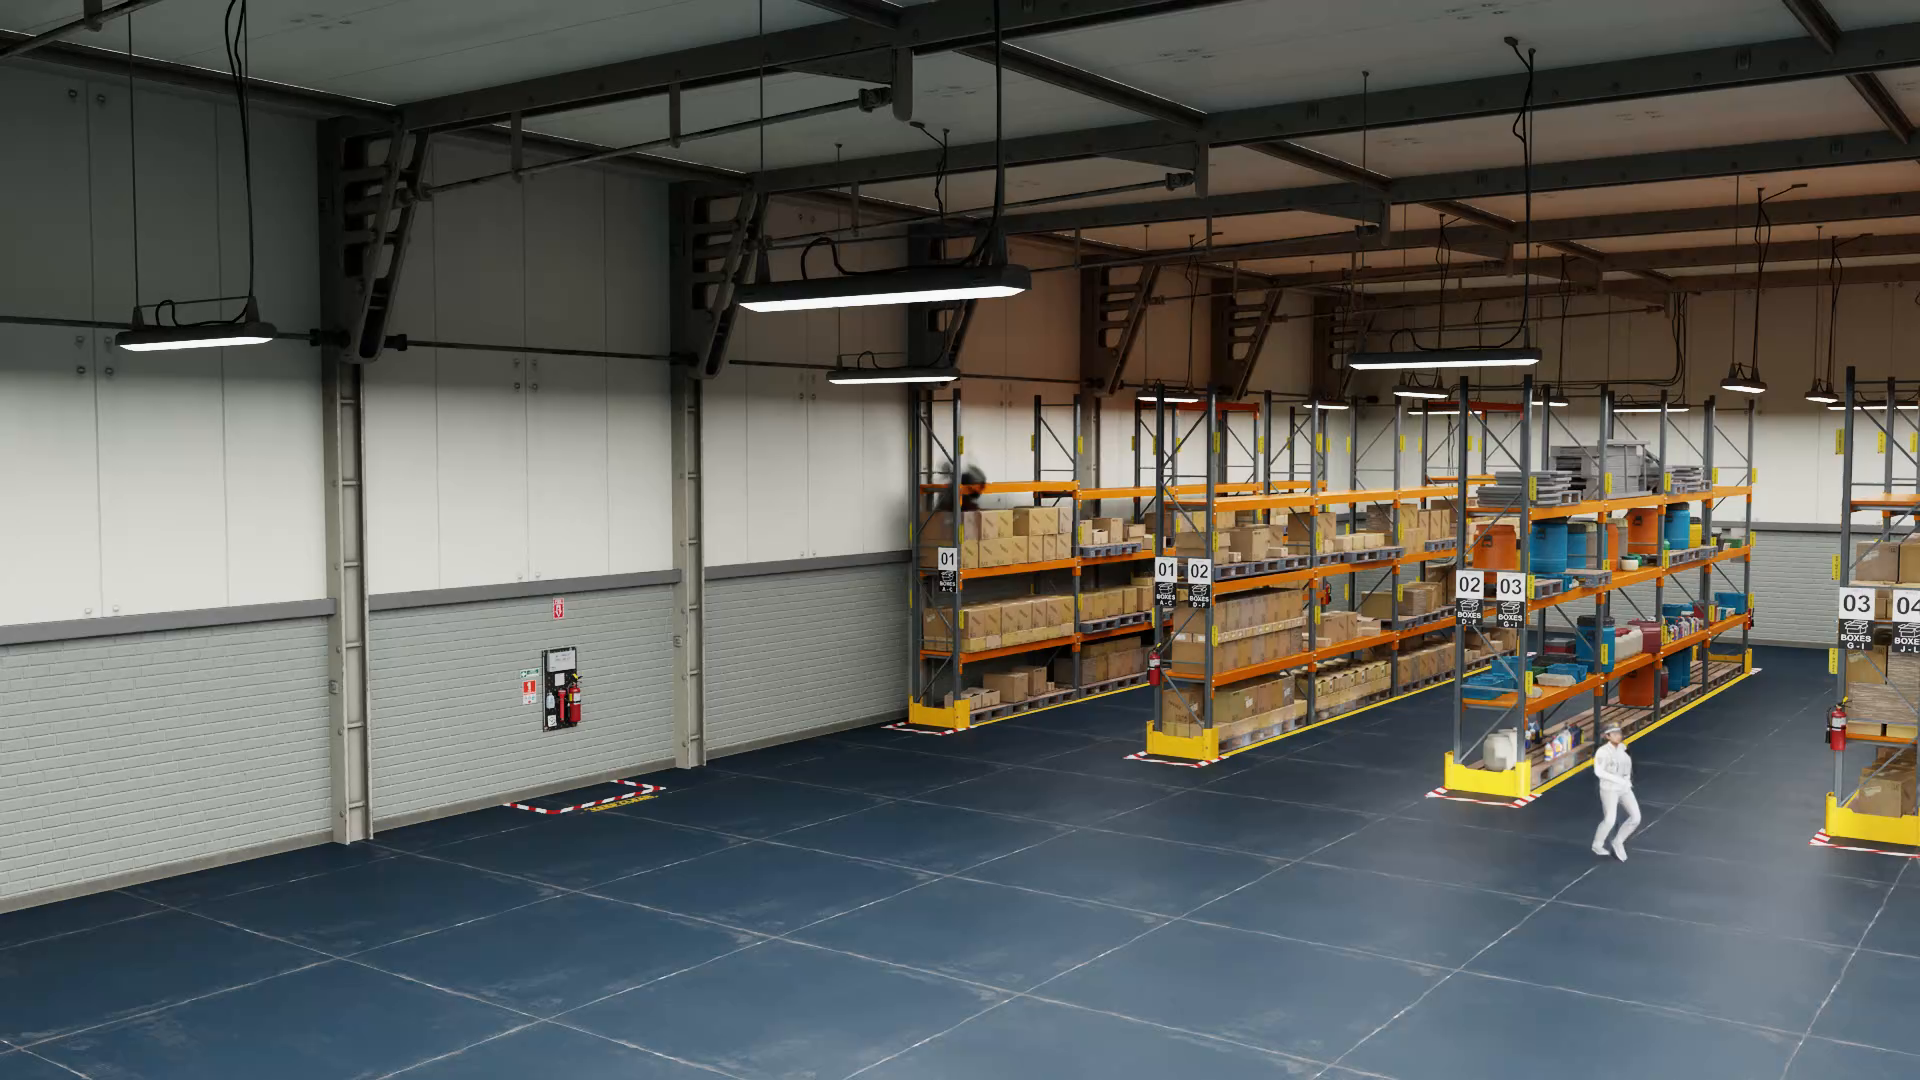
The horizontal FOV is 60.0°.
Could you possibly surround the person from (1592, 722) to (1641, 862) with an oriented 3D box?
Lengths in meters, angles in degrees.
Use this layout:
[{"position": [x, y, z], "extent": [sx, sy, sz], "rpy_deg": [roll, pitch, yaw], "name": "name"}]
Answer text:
[{"position": [7.918, 3.024, 20.064], "extent": [0.619, 1.685, 0.644], "rpy_deg": [-1, 3, -18], "name": "person"}]
